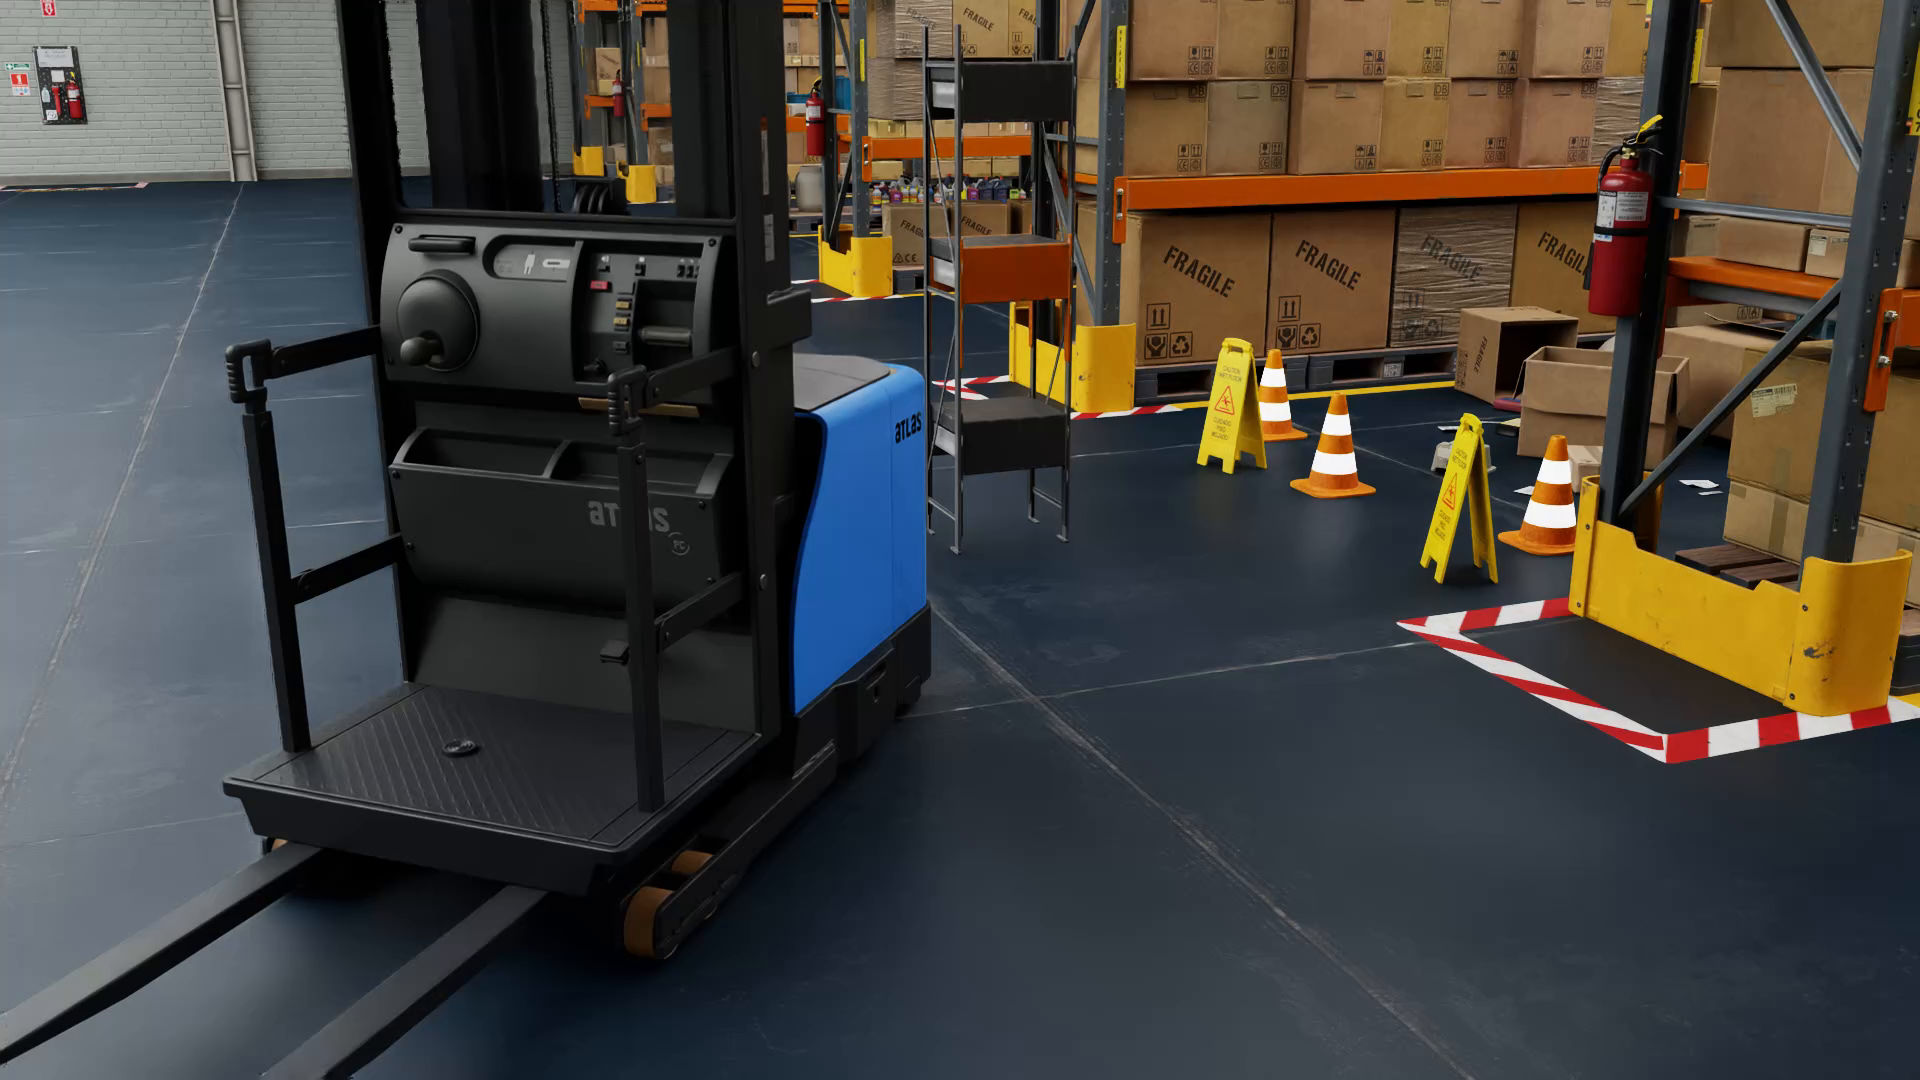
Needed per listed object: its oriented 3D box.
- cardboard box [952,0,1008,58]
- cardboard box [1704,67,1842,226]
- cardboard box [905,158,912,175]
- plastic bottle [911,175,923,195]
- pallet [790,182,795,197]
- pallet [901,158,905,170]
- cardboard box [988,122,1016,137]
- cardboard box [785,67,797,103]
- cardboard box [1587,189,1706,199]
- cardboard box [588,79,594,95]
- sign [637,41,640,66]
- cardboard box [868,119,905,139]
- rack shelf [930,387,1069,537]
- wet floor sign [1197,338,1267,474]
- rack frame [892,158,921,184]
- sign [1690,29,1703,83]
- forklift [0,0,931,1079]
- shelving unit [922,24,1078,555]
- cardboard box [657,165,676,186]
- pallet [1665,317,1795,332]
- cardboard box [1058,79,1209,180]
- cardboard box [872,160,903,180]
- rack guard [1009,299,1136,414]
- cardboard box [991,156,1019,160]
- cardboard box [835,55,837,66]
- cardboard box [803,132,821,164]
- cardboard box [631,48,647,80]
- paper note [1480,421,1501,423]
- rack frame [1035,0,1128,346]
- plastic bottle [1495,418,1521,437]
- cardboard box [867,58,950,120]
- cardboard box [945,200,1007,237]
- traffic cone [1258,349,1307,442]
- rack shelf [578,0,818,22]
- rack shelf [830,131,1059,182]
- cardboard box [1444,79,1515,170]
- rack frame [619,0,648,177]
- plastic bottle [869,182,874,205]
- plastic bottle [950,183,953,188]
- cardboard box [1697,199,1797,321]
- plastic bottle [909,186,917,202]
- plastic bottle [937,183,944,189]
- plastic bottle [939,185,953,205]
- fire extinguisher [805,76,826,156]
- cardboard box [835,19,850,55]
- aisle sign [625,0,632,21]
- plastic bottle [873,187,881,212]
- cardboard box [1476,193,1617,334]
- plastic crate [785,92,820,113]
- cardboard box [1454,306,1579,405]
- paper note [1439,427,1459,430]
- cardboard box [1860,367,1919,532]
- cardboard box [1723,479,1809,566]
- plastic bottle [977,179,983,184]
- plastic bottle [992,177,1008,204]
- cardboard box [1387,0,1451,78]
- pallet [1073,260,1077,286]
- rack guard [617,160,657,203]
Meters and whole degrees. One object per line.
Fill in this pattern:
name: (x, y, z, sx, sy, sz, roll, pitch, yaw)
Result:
cardboard box: (0.086, -4.353, 14.118, 0.500, 0.500, 0.500, -6, 17, -20)
cardboard box: (2.960, -1.361, 5.703, 0.500, 0.500, 0.500, -6, 18, -21)
cardboard box: (-0.517, -5.661, 25.185, 0.500, 0.250, 0.500, -6, 18, -21)
plastic bottle: (-0.507, -4.263, 20.211, 0.185, 0.351, 0.144, -6, 18, -21)
pallet: (-2.699, -5.129, 24.190, 1.213, 0.211, 1.003, -6, 17, -20)
pallet: (-0.709, -6.828, 29.976, 1.213, 0.211, 1.003, -6, 17, -20)
cardboard box: (0.298, -3.591, 14.449, 0.250, 0.149, 0.380, -6, 17, -20)
cardboard box: (-2.651, -6.505, 23.750, 0.500, 0.500, 0.700, -6, 17, -18)
cardboard box: (7.127, -3.703, 17.410, 0.875, 0.875, 1.225, -7, 18, -23)
cardboard box: (-5.945, -7.596, 27.871, 0.500, 0.250, 0.500, -6, 17, -19)
sign: (-4.343, -6.564, 22.449, 0.005, 0.325, 0.100, -6, 17, -20)
cardboard box: (-0.643, -3.496, 14.124, 0.250, 0.149, 0.380, -6, 17, -20)
rack shelf: (0.155, -0.339, 7.060, 0.480, 0.518, 0.431, -6, 17, -20)
wet floor sign: (1.367, -0.681, 8.274, 0.232, 0.644, 0.267, -10, 19, -30)
rack frame: (-0.801, -6.660, 24.455, 0.127, 3.000, 1.000, -6, 17, -20)
sign: (4.621, -3.046, 10.469, 0.005, 0.325, 0.100, -6, 17, -20)
forklift: (-1.072, -0.573, 3.846, 1.130, 2.935, 3.031, 6, 17, 19)
shelving unit: (0.155, -1.024, 6.859, 0.503, 2.100, 0.431, -6, 17, -20)
cardboard box: (-3.956, -5.135, 23.395, 0.500, 0.250, 0.500, -6, 17, -20)
pallet: (5.114, -1.498, 11.825, 1.213, 0.211, 1.003, -6, 17, -20)
cardboard box: (1.016, -2.456, 9.873, 0.550, 0.550, 0.875, -6, 17, -20)
cardboard box: (-1.156, -5.438, 24.428, 0.500, 0.250, 0.500, -6, 17, -20)
rack guard: (0.663, -1.133, 10.070, 0.348, 0.500, 1.175, -6, 17, -20)
cardboard box: (0.626, -5.889, 24.969, 0.500, 0.311, 0.500, -7, 18, -22)
cardboard box: (-1.929, -6.834, 23.716, 0.250, 0.149, 0.380, -6, 17, -20)
cardboard box: (-2.092, -5.699, 23.986, 0.500, 0.500, 0.500, -6, 17, -20)
cardboard box: (-5.294, -7.874, 27.486, 0.500, 0.500, 0.500, -6, 17, -20)
paper note: (2.985, -0.660, 9.328, 0.123, 0.001, 0.032, 3, 17, 9)
rack frame: (0.686, -2.335, 9.726, 0.127, 3.000, 1.000, -6, 17, -20)
plastic bottle: (3.065, -0.620, 9.102, 0.283, 0.061, 0.133, -14, 21, -39)
cardboard box: (-0.471, -3.889, 14.313, 0.500, 0.500, 0.875, -6, 17, -20)
cardboard box: (0.140, -2.780, 14.933, 0.500, 0.500, 0.500, -2, 16, -6)
traffic cone: (1.690, -0.798, 8.993, 0.334, 0.463, 0.336, -6, 17, -20)
rack shelf: (-4.444, -8.856, 27.884, 4.000, 0.370, 1.077, -6, 17, -20)
rack shelf: (0.873, -3.507, 14.993, 4.000, 0.370, 1.077, -6, 17, -20)
cardboard box: (3.029, -2.685, 10.652, 0.550, 0.550, 0.875, -6, 17, -20)
rack frame: (-4.536, -6.257, 23.081, 0.127, 3.000, 1.000, -6, 17, -20)
plastic bottle: (-1.106, -4.178, 20.043, 0.133, 0.283, 0.061, -6, 17, -19)
plastic bottle: (-0.072, -4.096, 19.763, 0.133, 0.283, 0.061, -6, 17, -20)
cardboard box: (5.870, -2.043, 11.979, 0.750, 0.750, 1.050, -6, 17, -20)
plastic bottle: (-0.549, -4.001, 19.460, 0.097, 0.271, 0.097, 0, 16, 0)
plastic bottle: (-0.234, -4.243, 20.284, 0.097, 0.271, 0.097, 0, 16, 0)
plastic bottle: (-0.164, -4.053, 19.629, 0.135, 0.276, 0.152, -6, 17, -19)
fire extinguisher: (-1.267, -3.723, 14.589, 0.183, 0.674, 0.296, -6, 17, -20)
cardboard box: (-1.684, -7.233, 23.925, 0.500, 0.500, 0.700, -6, 17, -20)
aisle sign: (-4.488, -7.417, 22.418, 0.004, 0.787, 0.394, -6, 17, -20)
plastic bottle: (-0.962, -3.956, 19.308, 0.097, 0.271, 0.097, 0, 16, 0)
cardboard box: (3.809, -1.875, 11.186, 0.875, 0.875, 0.875, -6, 17, -19)
plastic crate: (-1.798, -5.075, 19.321, 0.408, 0.251, 0.499, -6, 17, -20)
cardboard box: (3.338, -1.114, 9.999, 0.500, 0.500, 0.500, -3, 17, -11)
paper note: (2.719, -0.617, 9.147, 0.142, 0.017, 0.144, 0, 16, -1)
cardboard box: (3.425, -0.296, 5.586, 0.500, 0.500, 0.500, -7, 18, -22)
cardboard box: (3.232, -0.080, 6.181, 0.500, 0.250, 0.500, -6, 17, -20)
plastic bottle: (0.222, -4.304, 20.485, 0.135, 0.276, 0.152, -5, 17, -18)
plastic bottle: (0.470, -4.156, 19.847, 0.185, 0.351, 0.144, -7, 18, -22)
cardboard box: (2.547, -3.140, 10.286, 0.500, 0.550, 0.875, -6, 17, -20)
pallet: (0.985, -2.514, 15.286, 1.213, 0.211, 1.003, -6, 17, -20)
rack guard: (-4.558, -5.055, 23.425, 0.348, 0.500, 1.175, -6, 17, -20)
